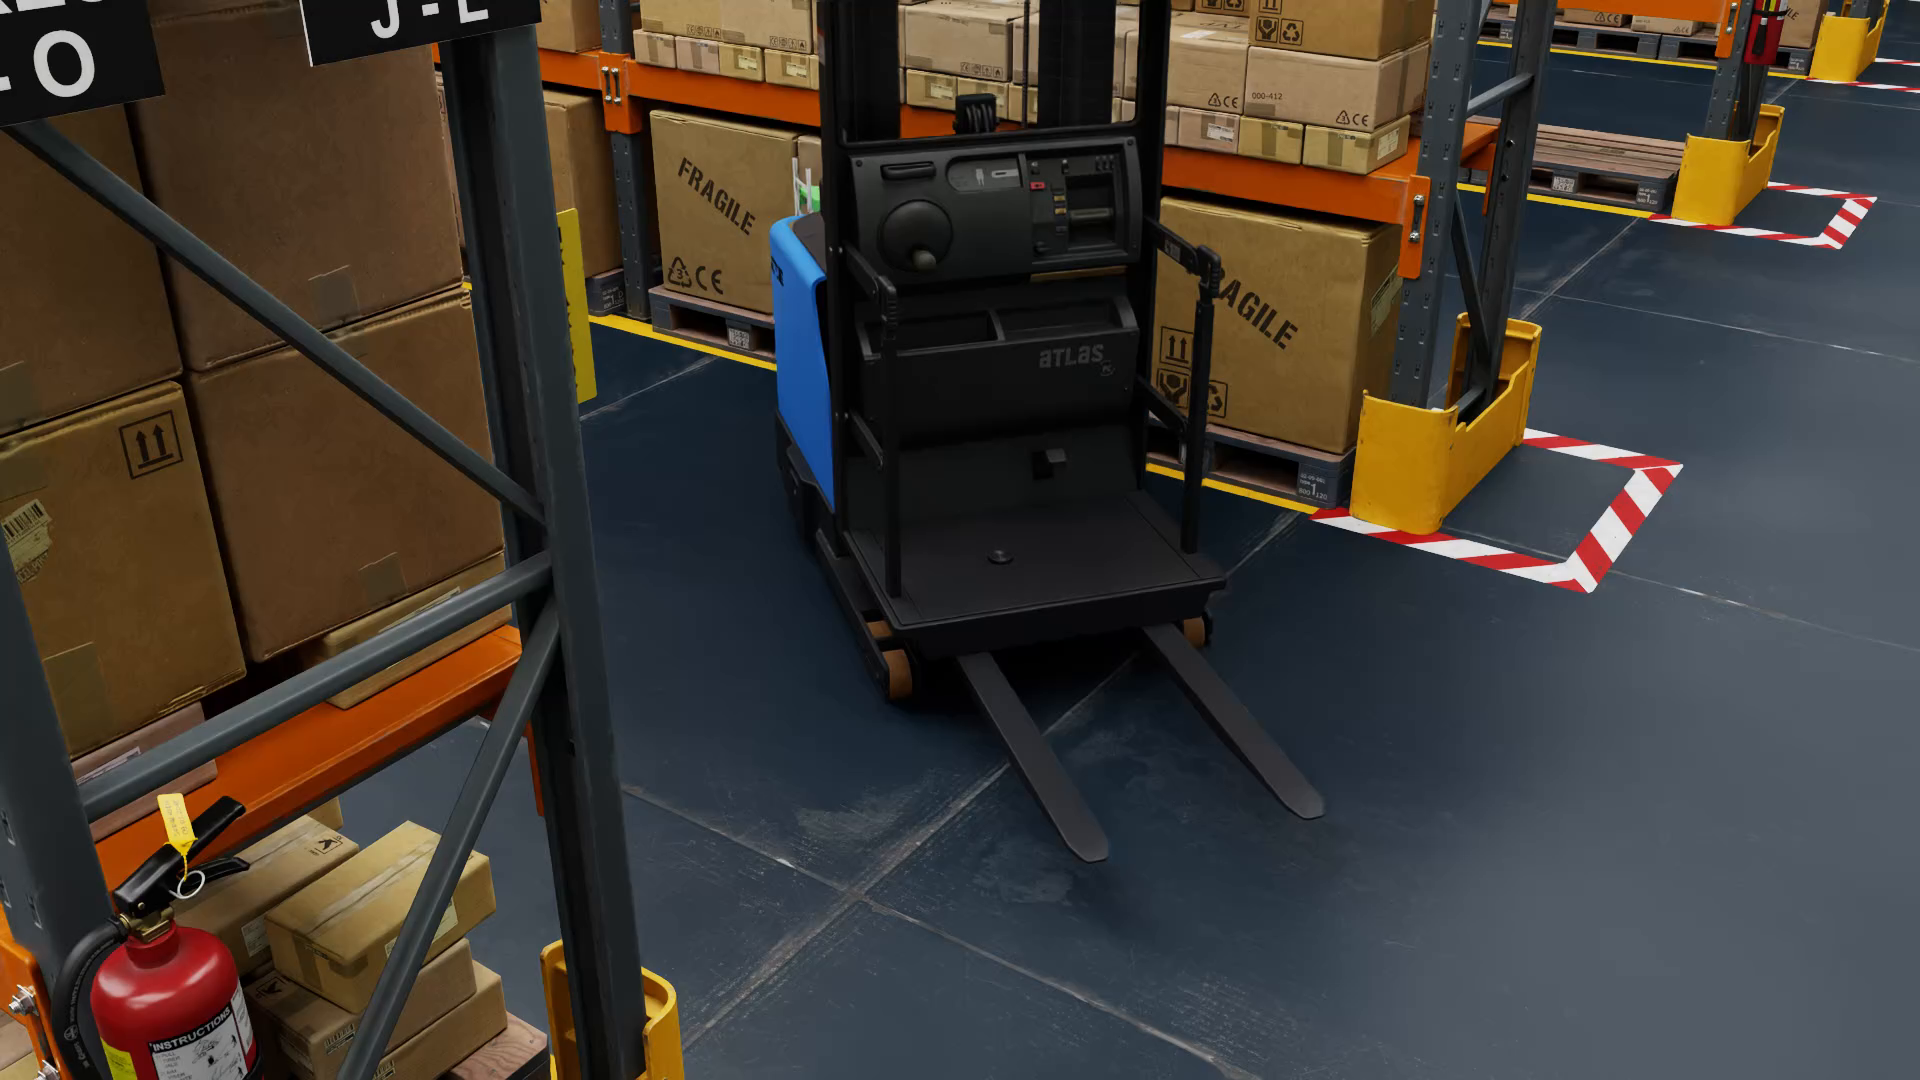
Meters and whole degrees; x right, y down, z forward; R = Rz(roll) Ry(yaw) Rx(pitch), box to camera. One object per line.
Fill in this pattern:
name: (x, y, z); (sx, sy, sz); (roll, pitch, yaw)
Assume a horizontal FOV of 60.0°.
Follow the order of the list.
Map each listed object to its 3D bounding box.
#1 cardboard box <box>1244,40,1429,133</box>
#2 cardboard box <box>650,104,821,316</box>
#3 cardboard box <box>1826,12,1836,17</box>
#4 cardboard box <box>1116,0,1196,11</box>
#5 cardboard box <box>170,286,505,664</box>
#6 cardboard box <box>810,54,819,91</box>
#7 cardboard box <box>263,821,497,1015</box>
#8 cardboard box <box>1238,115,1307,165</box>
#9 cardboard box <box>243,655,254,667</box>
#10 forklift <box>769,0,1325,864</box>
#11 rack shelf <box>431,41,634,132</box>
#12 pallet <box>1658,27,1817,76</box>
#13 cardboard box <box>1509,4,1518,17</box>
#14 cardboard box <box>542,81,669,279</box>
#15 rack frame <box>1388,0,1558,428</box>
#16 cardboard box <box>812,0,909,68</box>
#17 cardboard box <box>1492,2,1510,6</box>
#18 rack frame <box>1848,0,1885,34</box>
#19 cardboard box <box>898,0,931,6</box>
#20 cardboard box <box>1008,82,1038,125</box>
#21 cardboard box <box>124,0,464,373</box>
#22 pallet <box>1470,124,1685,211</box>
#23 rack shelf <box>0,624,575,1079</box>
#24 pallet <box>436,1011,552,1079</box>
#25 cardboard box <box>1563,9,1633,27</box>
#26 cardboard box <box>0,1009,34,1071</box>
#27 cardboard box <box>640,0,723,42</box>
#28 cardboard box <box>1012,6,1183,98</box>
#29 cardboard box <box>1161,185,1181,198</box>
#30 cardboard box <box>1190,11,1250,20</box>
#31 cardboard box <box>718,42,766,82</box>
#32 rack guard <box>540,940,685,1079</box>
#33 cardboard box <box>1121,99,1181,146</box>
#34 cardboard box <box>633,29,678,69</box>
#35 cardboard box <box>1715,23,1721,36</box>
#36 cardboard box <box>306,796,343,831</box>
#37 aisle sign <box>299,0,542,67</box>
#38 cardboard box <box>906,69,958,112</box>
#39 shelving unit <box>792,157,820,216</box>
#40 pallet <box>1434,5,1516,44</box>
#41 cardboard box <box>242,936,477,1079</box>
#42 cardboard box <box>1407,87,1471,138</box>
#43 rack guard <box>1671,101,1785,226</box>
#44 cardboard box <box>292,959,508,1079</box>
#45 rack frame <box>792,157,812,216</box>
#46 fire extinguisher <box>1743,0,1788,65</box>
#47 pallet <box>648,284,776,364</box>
cardboard box: (1.387, -1.703, 6.126); (0.500, 0.250, 0.500); (17, 31, 30)
cardboard box: (-0.862, -1.680, 8.123); (0.875, 0.875, 0.875); (17, 32, 30)
cardboard box: (7.398, -4.476, 14.396); (0.250, 0.149, 0.380); (17, 32, 30)
cardboard box: (0.851, -2.495, 6.856); (0.500, 0.500, 0.500); (16, 31, 29)
cardboard box: (-1.168, -0.179, 2.856); (0.500, 0.500, 0.500); (19, 33, 33)
cardboard box: (-0.442, -2.059, 7.266); (0.250, 0.149, 0.380); (17, 31, 30)
cardboard box: (-1.194, 0.774, 3.447); (0.250, 0.149, 0.380); (16, 31, 28)
cardboard box: (1.242, -1.534, 6.234); (0.250, 0.149, 0.380); (18, 32, 31)
cardboard box: (-1.269, 0.073, 3.076); (0.250, 0.149, 0.380); (19, 32, 32)
forklift: (0.188, -0.999, 4.982); (1.130, 2.935, 3.031); (-8, 28, -15)
rack shelf: (-3.009, -2.832, 9.300); (4.000, 0.370, 1.077); (17, 32, 30)
pallet: (6.828, -4.295, 14.458); (1.213, 0.211, 1.003); (17, 32, 30)
cardboard box: (5.194, -4.868, 15.146); (0.250, 0.166, 0.380); (17, 32, 30)
cardboard box: (-1.899, -2.036, 8.823); (0.875, 0.875, 1.225); (17, 32, 30)
rack frame: (1.937, -1.612, 6.110); (0.127, 3.000, 1.000); (17, 32, 30)
cardboard box: (-0.284, -2.225, 7.153); (0.500, 0.250, 0.500); (18, 32, 32)
cardboard box: (5.225, -5.153, 15.726); (0.250, 0.149, 0.380); (17, 32, 30)
rack frame: (7.549, -5.314, 13.385); (0.127, 3.000, 1.000); (17, 32, 30)
cardboard box: (-0.277, -2.559, 6.982); (0.500, 0.500, 0.500); (16, 31, 29)
cardboard box: (0.400, -1.796, 6.749); (0.250, 0.149, 0.380); (17, 32, 30)
cardboard box: (-1.174, -0.620, 2.621); (0.500, 0.500, 0.500); (17, 32, 30)
pallet: (4.083, -2.447, 10.825); (1.213, 0.211, 1.003); (17, 32, 30)
rack shelf: (-2.603, 0.024, 3.689); (4.000, 0.370, 1.077); (17, 32, 30)
pallet: (-1.667, 1.218, 3.623); (1.213, 0.211, 1.003); (17, 32, 30)
cardboard box: (5.803, -4.944, 14.926); (0.637, 0.503, 0.797); (17, 32, 30)
cardboard box: (-1.709, 0.908, 3.183); (0.250, 0.149, 0.380); (18, 32, 31)
cardboard box: (-1.121, -2.486, 7.665); (0.500, 0.250, 0.500); (17, 31, 29)
cardboard box: (0.550, -1.964, 6.639); (0.500, 0.250, 0.500); (16, 31, 29)
cardboard box: (0.614, -1.220, 7.220); (0.875, 0.875, 0.875); (17, 32, 30)
cardboard box: (1.262, -2.033, 6.774); (0.500, 0.250, 0.500); (17, 31, 30)
cardboard box: (-0.871, -2.192, 7.526); (0.250, 0.149, 0.380); (18, 32, 32)
rack guard: (-1.017, 1.311, 3.122); (0.348, 0.500, 1.175); (17, 32, 30)
cardboard box: (0.829, -1.664, 6.489); (0.250, 0.149, 0.380); (18, 32, 31)
cardboard box: (-1.305, -2.326, 7.791); (0.250, 0.149, 0.380); (17, 32, 30)
cardboard box: (6.678, -4.433, 14.292); (0.250, 0.166, 0.380); (17, 32, 30)
cardboard box: (-1.625, 0.635, 3.719); (0.250, 0.149, 0.380); (17, 32, 30)
aisle sign: (-0.725, -1.035, 2.111); (0.004, 0.787, 0.394); (17, 32, 30)
cardboard box: (-0.019, -1.927, 7.006); (0.250, 0.149, 0.380); (16, 31, 29)
shelving unit: (-0.378, -0.956, 6.792); (0.503, 1.200, 0.258); (-9, 26, -17)
pallet: (4.817, -4.922, 15.689); (1.213, 0.211, 1.003); (17, 32, 30)
cardboard box: (-1.241, 0.937, 3.454); (0.250, 0.149, 0.380); (19, 32, 32)
cardboard box: (1.831, -1.714, 6.588); (0.250, 0.149, 0.380); (18, 32, 31)
rack guard: (4.768, -2.348, 10.312); (0.348, 0.500, 1.175); (17, 32, 30)
cardboard box: (-1.205, 1.046, 3.568); (0.250, 0.149, 0.380); (18, 32, 31)
rack frame: (-0.609, -0.920, 6.721); (0.015, 1.200, 0.240); (-9, 26, -17)
fire extinguisher: (4.608, -3.054, 9.440); (0.183, 0.674, 0.296); (17, 32, 30)
pallet: (-0.778, -1.171, 8.319); (1.213, 0.211, 1.003); (17, 32, 30)
